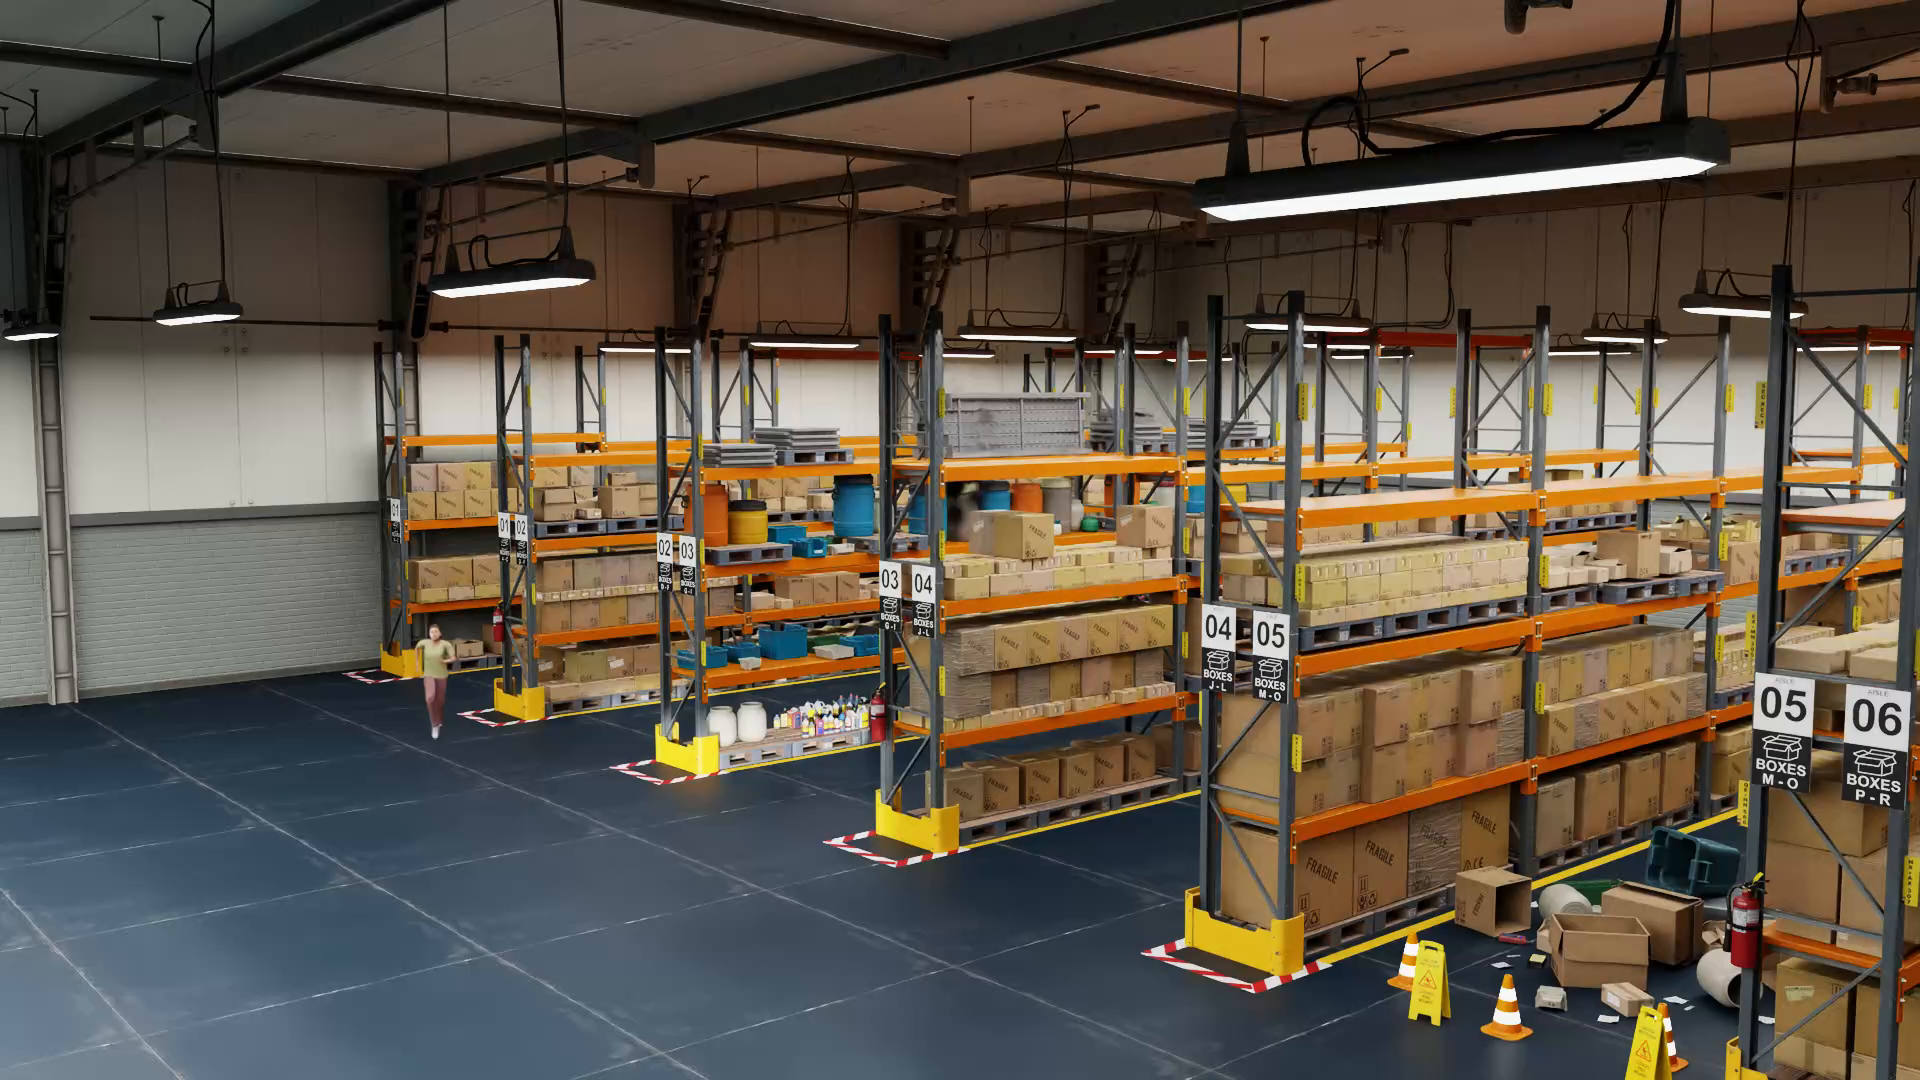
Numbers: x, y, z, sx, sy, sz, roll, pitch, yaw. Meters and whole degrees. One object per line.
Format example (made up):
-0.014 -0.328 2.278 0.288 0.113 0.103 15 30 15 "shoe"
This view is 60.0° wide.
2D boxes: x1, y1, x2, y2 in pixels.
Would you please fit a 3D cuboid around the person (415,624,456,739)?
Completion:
-7.832 2.079 24.862 0.599 1.694 0.818 -1 5 -14 "person"
